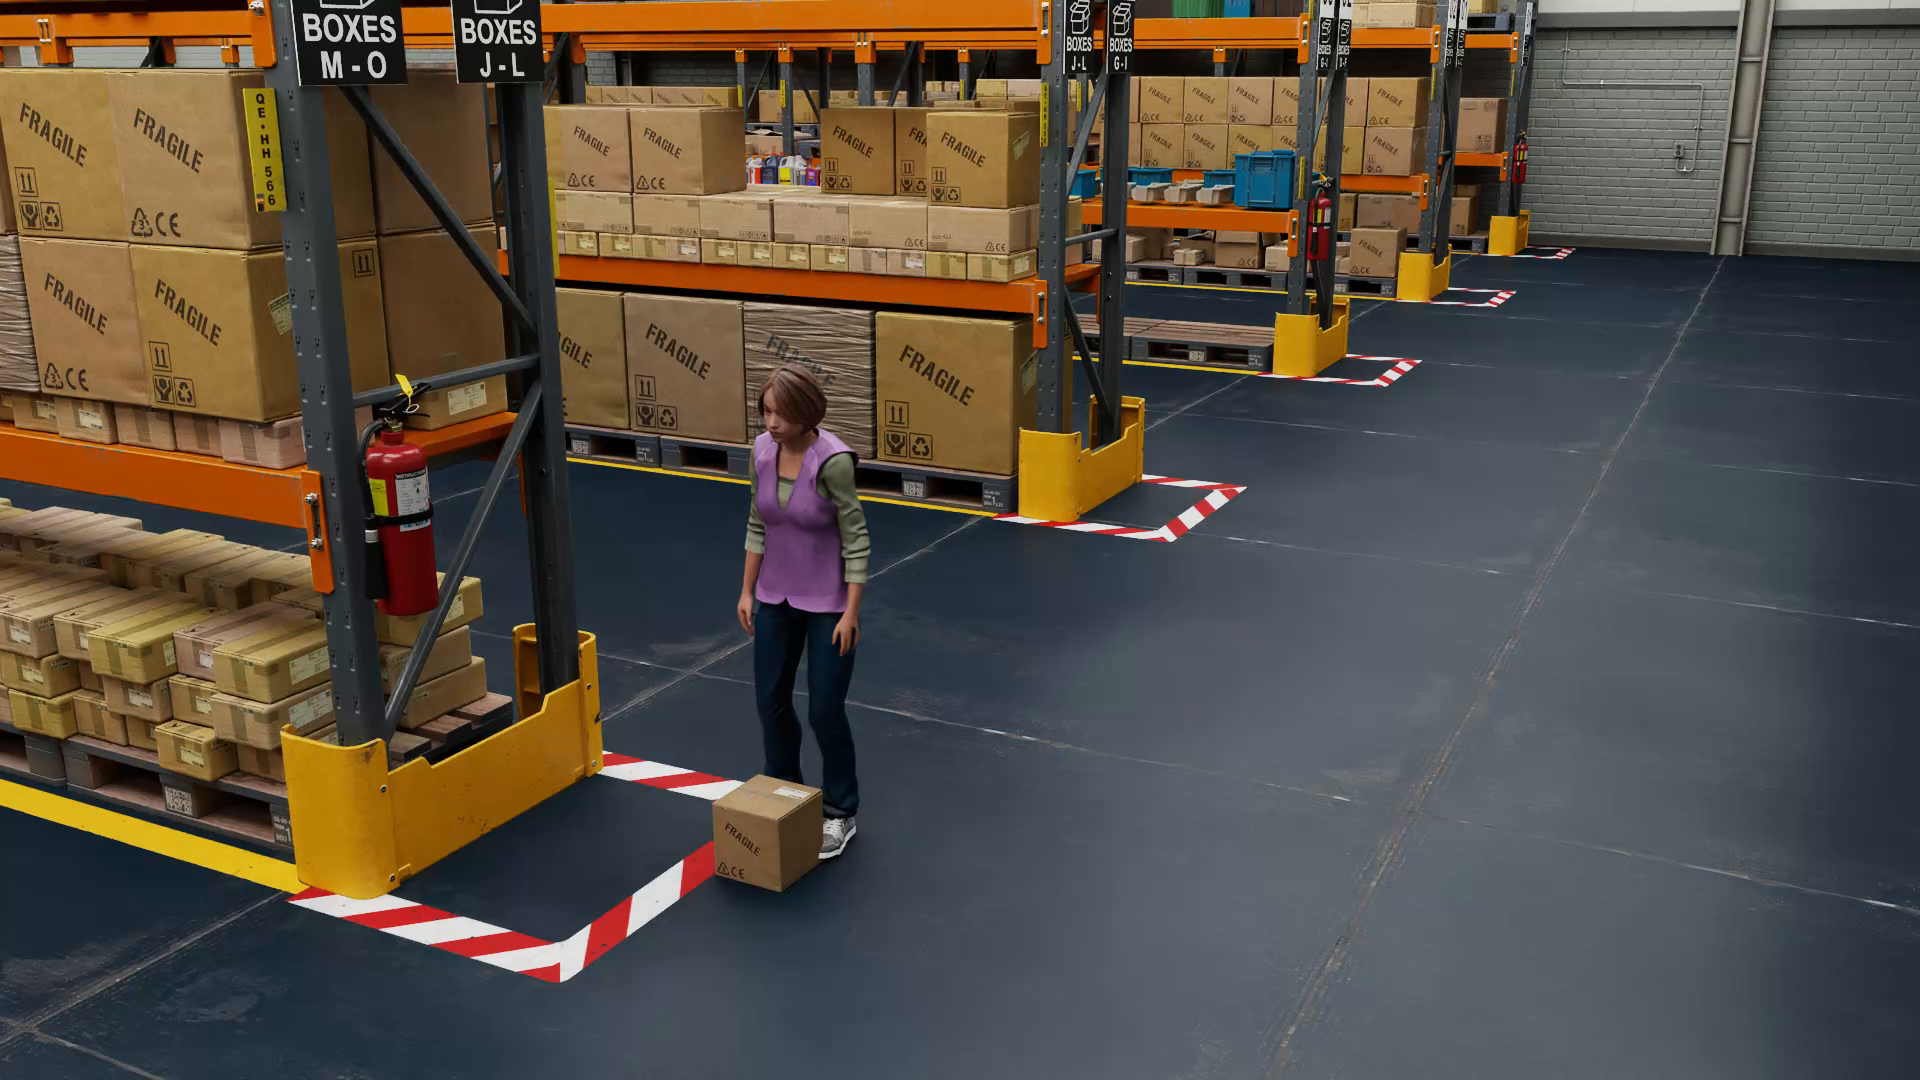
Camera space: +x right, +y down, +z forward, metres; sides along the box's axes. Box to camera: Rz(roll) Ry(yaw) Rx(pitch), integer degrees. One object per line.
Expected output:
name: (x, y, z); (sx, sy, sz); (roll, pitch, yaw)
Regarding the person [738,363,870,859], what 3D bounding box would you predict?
person: (-0.494, 0.220, 5.286); (0.462, 1.594, 0.344); (9, 18, 29)
